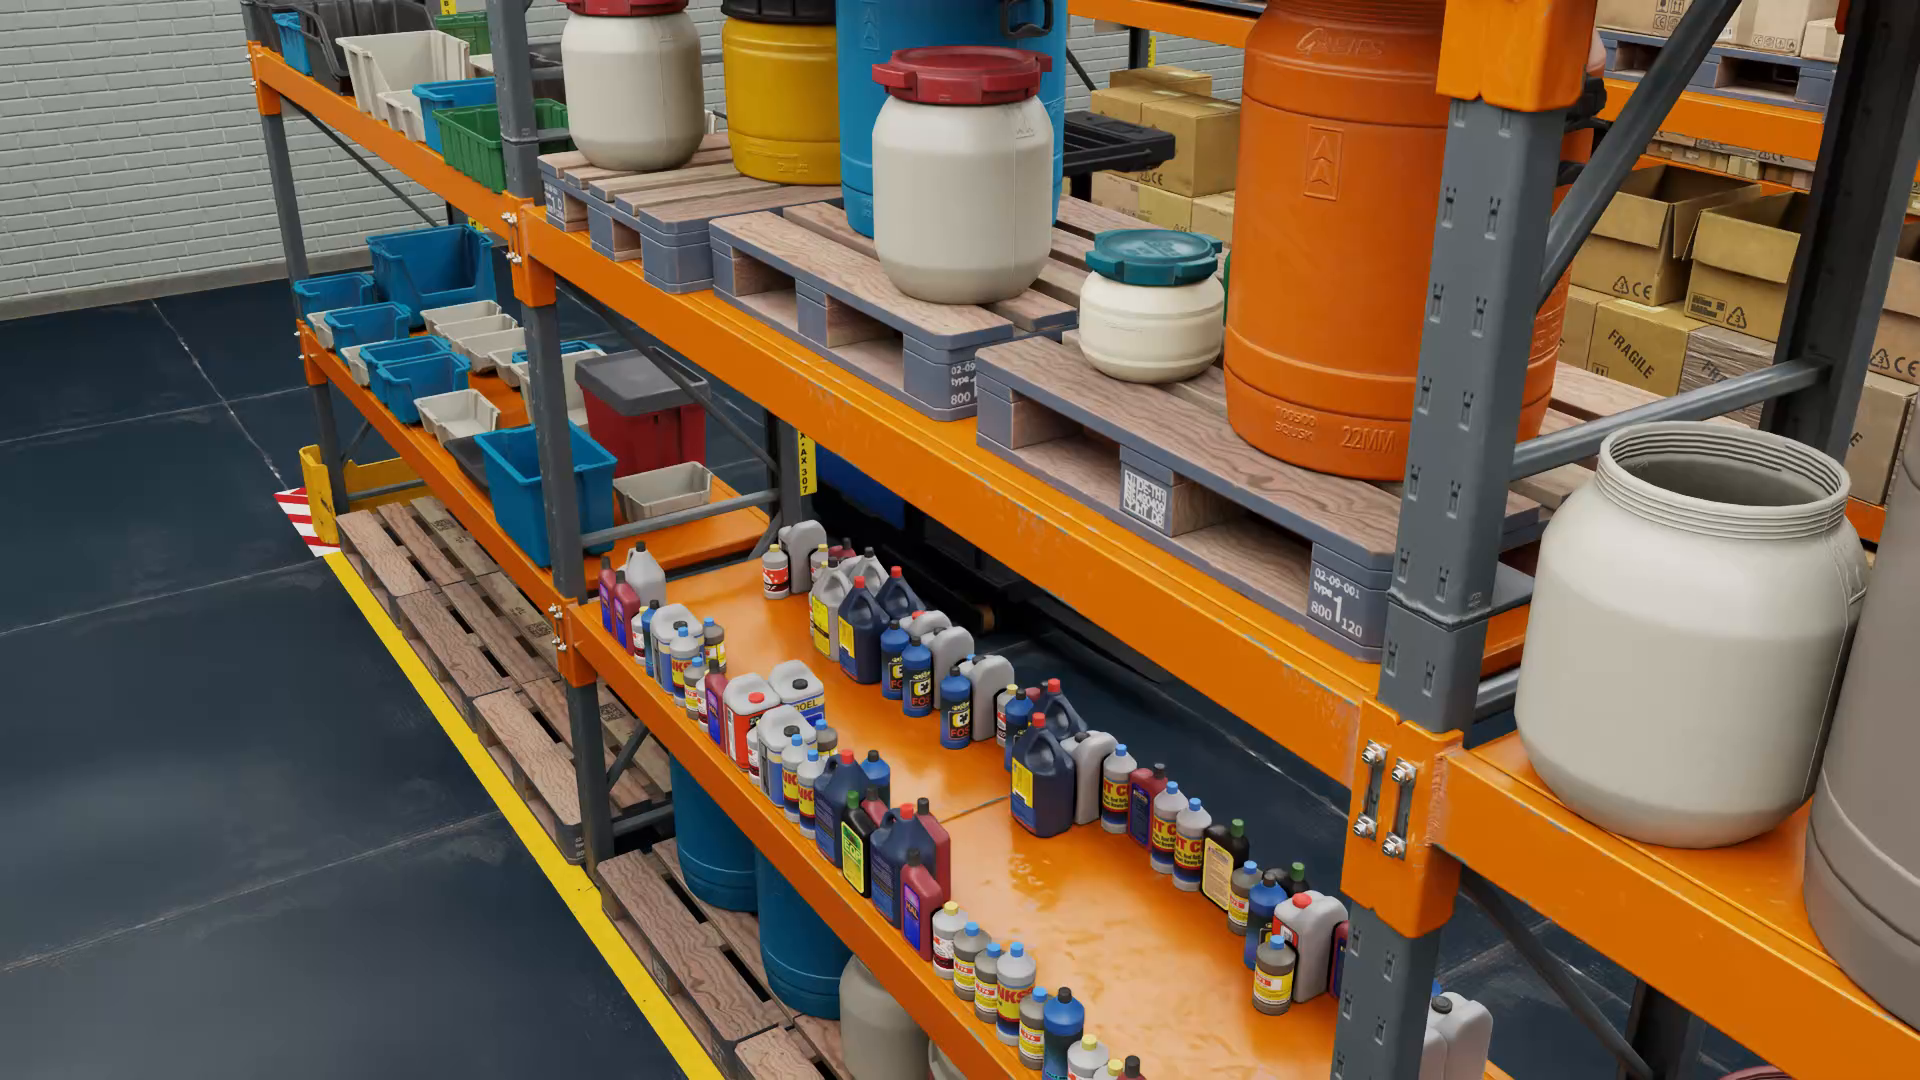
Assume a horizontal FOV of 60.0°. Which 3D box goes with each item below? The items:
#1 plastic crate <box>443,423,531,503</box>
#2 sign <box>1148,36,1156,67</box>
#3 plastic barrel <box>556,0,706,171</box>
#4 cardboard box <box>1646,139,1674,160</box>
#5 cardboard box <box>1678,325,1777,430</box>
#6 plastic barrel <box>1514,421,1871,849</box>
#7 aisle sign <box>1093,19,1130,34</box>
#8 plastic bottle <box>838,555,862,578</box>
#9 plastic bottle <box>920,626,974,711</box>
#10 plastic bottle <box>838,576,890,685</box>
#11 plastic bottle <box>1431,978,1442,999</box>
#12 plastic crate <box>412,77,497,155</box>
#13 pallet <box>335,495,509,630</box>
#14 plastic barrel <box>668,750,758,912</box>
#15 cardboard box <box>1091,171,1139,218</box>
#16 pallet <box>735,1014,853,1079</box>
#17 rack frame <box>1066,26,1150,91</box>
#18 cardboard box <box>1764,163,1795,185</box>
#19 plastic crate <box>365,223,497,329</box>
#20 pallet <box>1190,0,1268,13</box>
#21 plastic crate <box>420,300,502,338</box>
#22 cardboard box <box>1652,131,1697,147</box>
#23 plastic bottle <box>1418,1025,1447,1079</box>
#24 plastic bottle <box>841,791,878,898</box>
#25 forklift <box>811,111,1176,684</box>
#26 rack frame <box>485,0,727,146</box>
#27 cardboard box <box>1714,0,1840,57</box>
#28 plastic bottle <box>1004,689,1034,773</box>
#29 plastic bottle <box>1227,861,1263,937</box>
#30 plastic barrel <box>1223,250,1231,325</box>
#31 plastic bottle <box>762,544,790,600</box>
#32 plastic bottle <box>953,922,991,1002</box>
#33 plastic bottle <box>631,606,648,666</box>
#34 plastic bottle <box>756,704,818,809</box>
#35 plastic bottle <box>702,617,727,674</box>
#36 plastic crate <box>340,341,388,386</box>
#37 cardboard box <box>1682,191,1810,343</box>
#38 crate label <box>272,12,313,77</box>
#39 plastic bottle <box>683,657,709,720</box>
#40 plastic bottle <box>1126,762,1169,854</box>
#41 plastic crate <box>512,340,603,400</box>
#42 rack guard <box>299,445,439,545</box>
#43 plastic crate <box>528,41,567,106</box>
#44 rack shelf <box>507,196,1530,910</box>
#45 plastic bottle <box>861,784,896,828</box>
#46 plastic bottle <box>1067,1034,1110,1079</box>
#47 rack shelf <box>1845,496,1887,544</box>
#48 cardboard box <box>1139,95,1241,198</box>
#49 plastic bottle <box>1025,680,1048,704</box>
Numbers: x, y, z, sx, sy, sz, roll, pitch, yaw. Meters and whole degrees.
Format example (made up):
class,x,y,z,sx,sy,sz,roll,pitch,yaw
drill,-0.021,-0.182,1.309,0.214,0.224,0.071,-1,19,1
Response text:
class,x,y,z,sx,sy,sz,roll,pitch,yaw
plastic crate,-1.918,-0.318,7.162,0.437,0.125,0.590,-16,29,-30
sign,1.346,-3.415,11.836,0.100,0.325,0.005,-16,29,-30
plastic barrel,-1.005,-1.439,5.119,0.433,0.535,0.433,0,25,0
cardboard box,5.657,-3.123,13.146,0.380,0.149,0.250,-16,30,-30
cardboard box,3.657,-0.696,7.593,0.500,0.500,0.500,-16,30,-31
plastic barrel,1.014,0.129,2.319,0.421,0.512,0.421,0,25,0
aisle sign,1.096,-3.934,11.524,0.394,0.787,0.004,-16,29,-30
plastic bottle,-0.397,0.175,6.011,0.152,0.276,0.135,-16,29,-30
plastic bottle,-0.048,0.403,5.527,0.152,0.276,0.135,-16,29,-30
plastic bottle,-0.326,0.297,5.665,0.144,0.351,0.185,-16,29,-30
plastic bottle,1.096,1.133,3.986,0.097,0.271,0.097,0,25,0
plastic crate,-1.847,-1.610,6.328,0.416,0.233,0.300,-16,29,-30
pallet,-2.848,0.057,9.383,1.003,0.211,1.213,-16,29,-30
plastic barrel,-0.800,0.880,6.338,0.600,0.901,0.708,-16,29,-30
cardboard box,1.209,-2.310,10.957,0.500,0.250,0.500,-16,30,-30
pallet,-0.026,1.906,5.466,1.003,0.211,1.213,-16,29,-30
rack frame,0.884,-2.663,11.876,1.000,3.000,0.127,-16,29,-30
cardboard box,6.211,-2.754,12.363,0.380,0.149,0.250,-16,30,-30
plastic crate,-2.927,-1.475,9.250,0.616,0.435,0.499,-16,29,-30
pallet,1.968,-3.279,9.773,1.003,0.211,1.213,-16,29,-30
plastic crate,-2.669,-1.167,8.946,0.396,0.136,0.243,-16,29,-30
cardboard box,5.679,-3.373,12.917,0.500,0.500,0.500,-15,29,-29
plastic bottle,1.008,1.215,3.809,0.152,0.276,0.135,-16,29,-30
plastic bottle,-0.275,0.838,4.598,0.061,0.283,0.133,-16,29,-30
forklift,0.361,-1.063,8.569,1.130,2.935,3.031,-16,30,-31
rack frame,-1.082,-2.791,5.120,1.000,3.000,0.127,-16,29,-30
cardboard box,3.591,-2.325,7.259,0.500,0.311,0.500,-17,30,-31
plastic bottle,0.187,0.585,5.147,0.097,0.271,0.097,0,25,0
plastic bottle,0.770,0.952,4.453,0.097,0.201,0.097,0,25,0
plastic barrel,0.716,-0.556,3.590,0.294,0.245,0.294,0,25,0
plastic bottle,-0.691,0.114,6.228,0.097,0.201,0.097,0,25,0
plastic bottle,0.031,1.061,4.222,0.097,0.201,0.097,0,25,0
plastic bottle,-1.088,0.327,5.775,0.097,0.201,0.097,0,25,0
plastic bottle,-0.517,0.647,5.011,0.152,0.276,0.135,-16,29,-30
plastic bottle,-0.855,0.362,5.703,0.097,0.201,0.097,0,25,0
plastic crate,-2.931,-0.875,8.327,0.250,0.136,0.298,-16,29,-30
cardboard box,3.788,-1.256,7.605,0.797,0.503,0.637,-15,29,-29
crate label,-3.033,-2.392,7.964,0.408,0.251,0.502,-16,29,-30
plastic bottle,-0.856,0.480,5.452,0.097,0.201,0.097,0,25,0
plastic bottle,0.543,0.752,4.780,0.061,0.283,0.133,-16,29,-30
plastic crate,-1.930,-0.785,8.025,0.416,0.233,0.300,-16,29,-30
rack guard,-3.290,-0.384,9.977,1.175,0.500,0.348,-16,29,-30
plastic crate,-1.531,-1.883,6.865,0.497,0.269,0.590,-16,29,-30
rack shelf,0.010,-0.393,4.399,1.077,0.370,4.000,-16,29,-30
plastic bottle,-0.224,0.824,4.628,0.061,0.283,0.133,-16,29,-30
plastic bottle,0.296,1.235,3.853,0.097,0.201,0.097,0,25,0
rack shelf,4.159,-0.191,7.484,1.077,0.370,4.000,-16,29,-30
cardboard box,1.481,-2.471,10.420,0.500,0.500,0.500,-16,30,-31
plastic bottle,0.243,0.555,5.197,0.061,0.283,0.133,-16,29,-30
